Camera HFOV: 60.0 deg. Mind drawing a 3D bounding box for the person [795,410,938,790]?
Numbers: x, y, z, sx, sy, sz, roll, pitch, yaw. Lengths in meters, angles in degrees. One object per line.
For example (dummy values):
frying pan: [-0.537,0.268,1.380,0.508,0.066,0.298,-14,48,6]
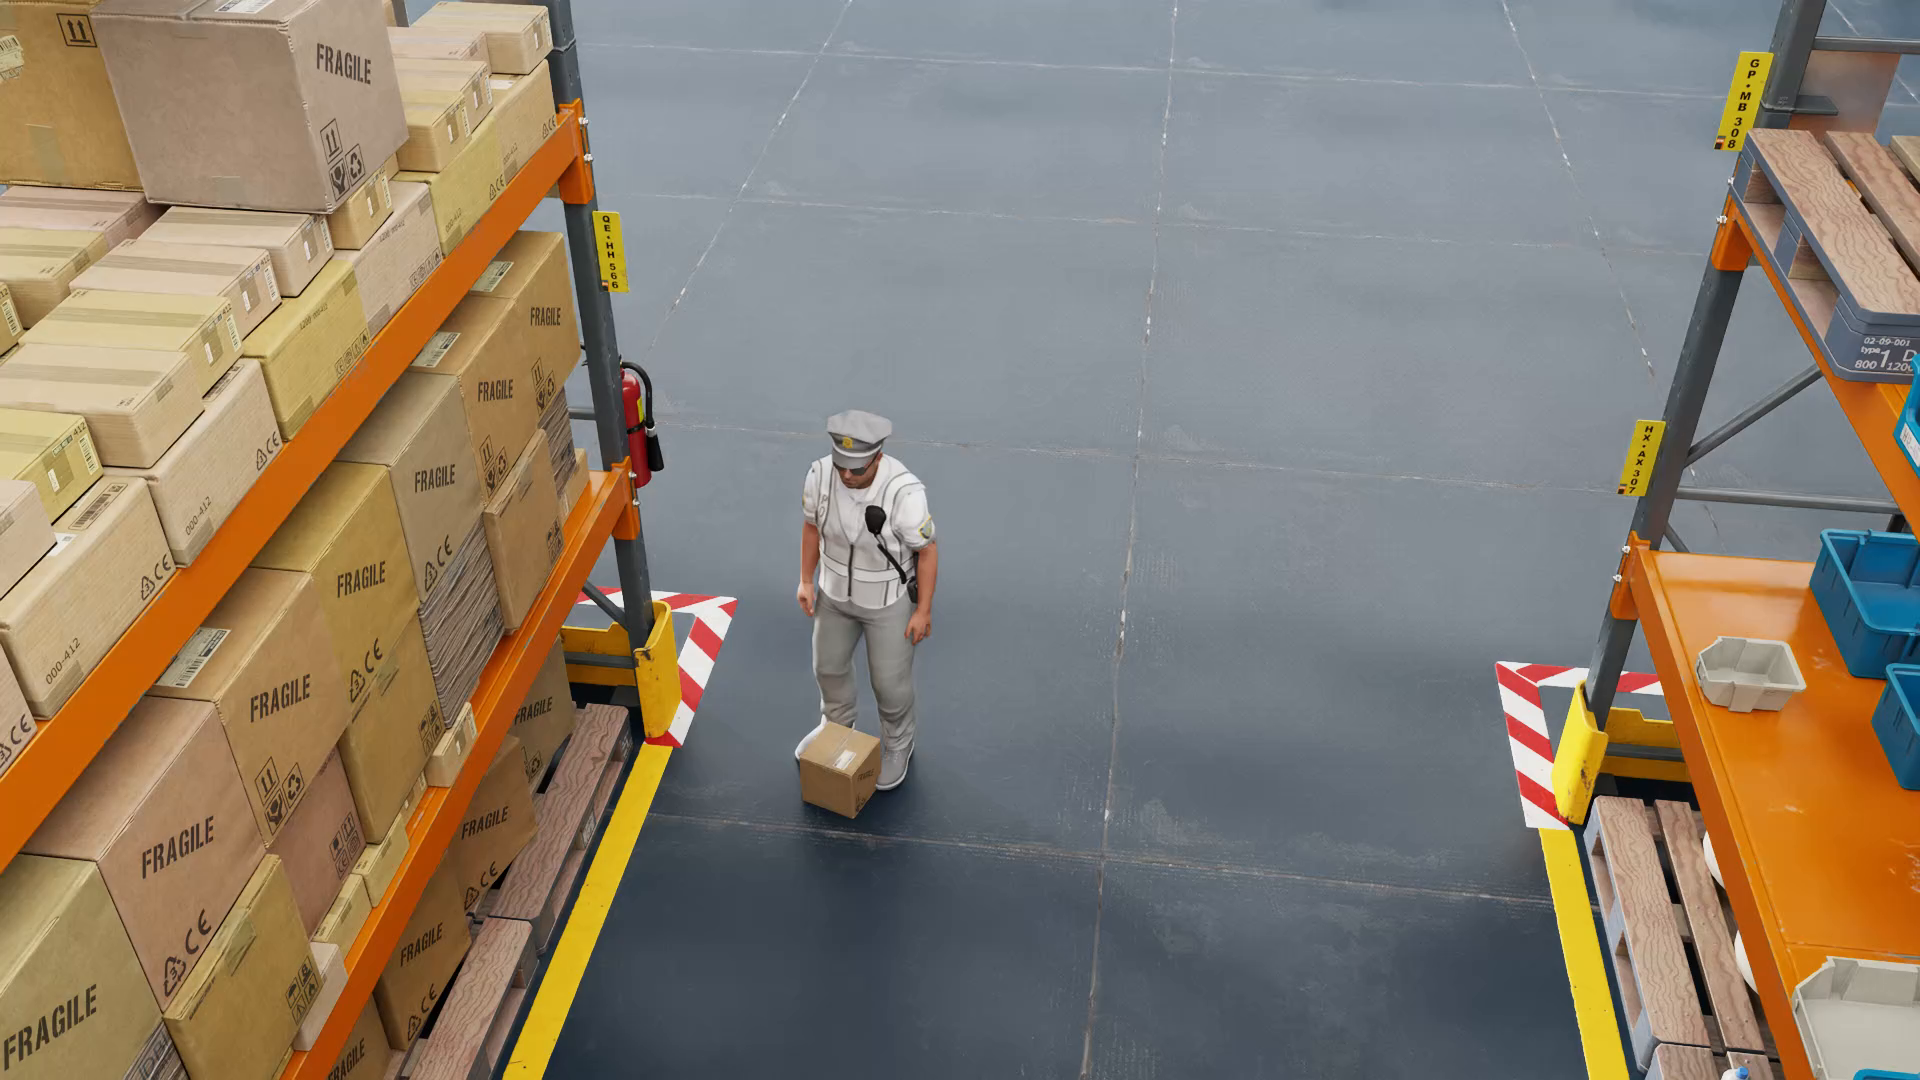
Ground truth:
person: [-0.379,0.212,6.742,0.601,1.747,0.444,14,38,19]
